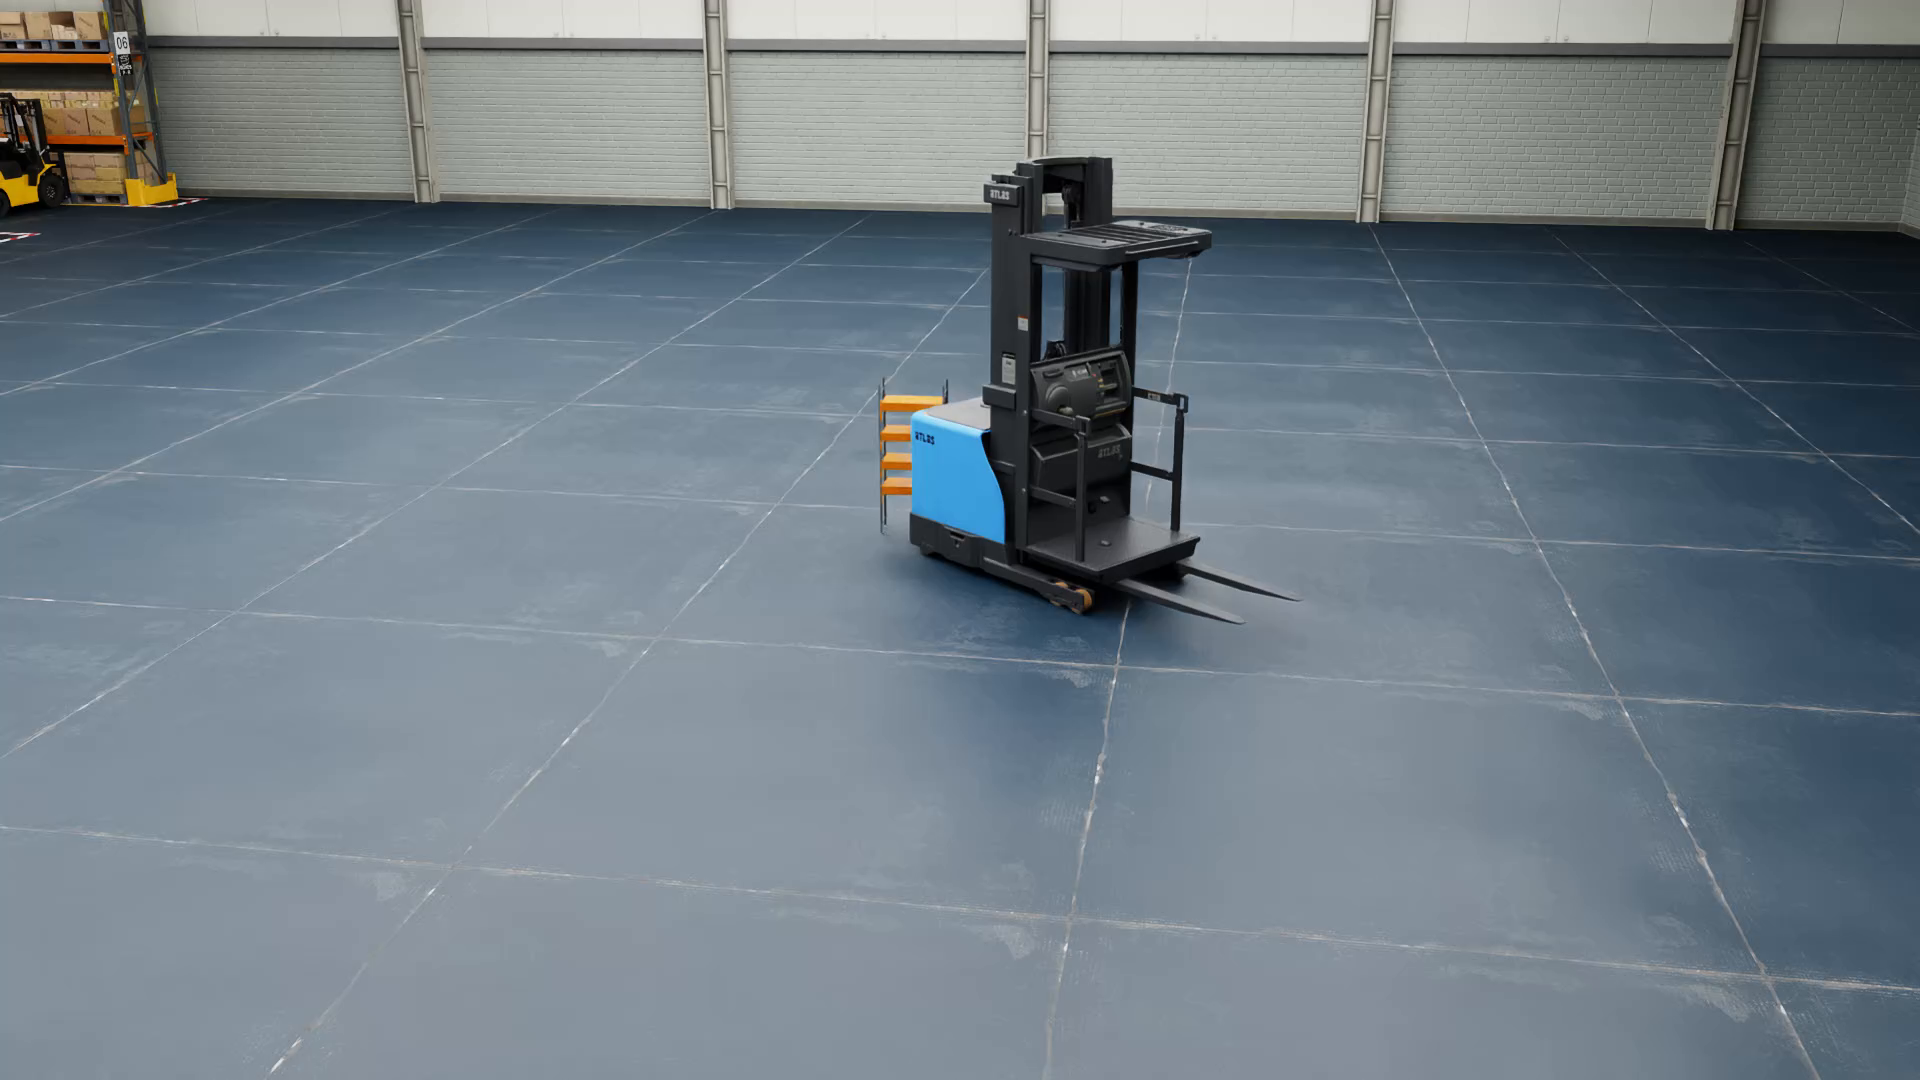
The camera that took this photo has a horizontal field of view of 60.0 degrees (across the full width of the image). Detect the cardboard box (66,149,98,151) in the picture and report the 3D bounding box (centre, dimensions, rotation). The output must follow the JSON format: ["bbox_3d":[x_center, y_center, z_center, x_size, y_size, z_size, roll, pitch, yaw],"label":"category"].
[{"bbox_3d":[-17.254,-7.554,32.740,0.500,0.250,0.500,3,19,8],"label":"cardboard box"}]

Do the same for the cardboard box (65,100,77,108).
[{"bbox_3d":[-16.957,-8.385,31.948,0.250,0.149,0.380,3,19,8],"label":"cardboard box"}]

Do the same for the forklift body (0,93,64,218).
[{"bbox_3d":[-17.985,-7.170,30.834,1.214,2.155,2.313,3,19,9],"label":"forklift body"}]

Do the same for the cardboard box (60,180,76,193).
[{"bbox_3d":[-17.320,-6.924,32.434,0.500,0.250,0.500,3,19,9],"label":"cardboard box"}]

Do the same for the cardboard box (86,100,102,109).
[{"bbox_3d":[-16.468,-8.337,31.804,0.250,0.149,0.380,3,19,10],"label":"cardboard box"}]

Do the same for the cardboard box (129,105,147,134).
[{"bbox_3d":[-16.269,-8.208,32.441,0.500,0.500,0.500,4,19,10],"label":"cardboard box"}]

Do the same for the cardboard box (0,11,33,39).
[{"bbox_3d":[-17.866,-9.837,31.757,0.637,0.503,0.797,4,19,10],"label":"cardboard box"}]

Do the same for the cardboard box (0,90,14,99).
[{"bbox_3d":[-18.481,-8.592,32.099,0.250,0.149,0.380,3,19,8],"label":"cardboard box"}]

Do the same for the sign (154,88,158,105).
[{"bbox_3d":[-15.730,-8.670,32.491,0.005,0.325,0.100,3,19,9],"label":"sign"}]

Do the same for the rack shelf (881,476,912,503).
[{"bbox_3d":[-0.354,-0.384,12.890,0.480,0.148,0.258,2,19,6],"label":"rack shelf"}]

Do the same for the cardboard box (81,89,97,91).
[{"bbox_3d":[-16.879,-8.678,32.355,0.250,0.149,0.380,3,19,9],"label":"cardboard box"}]

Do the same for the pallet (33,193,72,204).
[{"bbox_3d":[-17.787,-6.814,32.826,1.213,0.211,1.003,3,19,9],"label":"pallet"}]

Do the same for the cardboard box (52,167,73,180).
[{"bbox_3d":[-17.360,-7.155,32.337,0.500,0.250,0.500,2,19,7],"label":"cardboard box"}]

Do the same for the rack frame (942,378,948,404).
[{"bbox_3d":[-0.111,-0.628,12.781,0.015,1.200,0.240,2,19,6],"label":"rack frame"}]

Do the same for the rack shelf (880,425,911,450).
[{"bbox_3d":[-0.354,-0.784,12.756,0.480,0.148,0.258,2,19,6],"label":"rack shelf"}]

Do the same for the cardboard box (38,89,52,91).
[{"bbox_3d":[-17.906,-8.727,32.503,0.250,0.149,0.380,3,19,10],"label":"cardboard box"}]

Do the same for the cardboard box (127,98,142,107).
[{"bbox_3d":[-16.118,-8.502,32.297,0.250,0.149,0.380,2,19,7],"label":"cardboard box"}]

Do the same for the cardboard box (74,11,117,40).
[{"bbox_3d":[-16.299,-9.711,31.386,0.500,0.500,0.500,4,19,10],"label":"cardboard box"}]

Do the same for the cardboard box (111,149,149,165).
[{"bbox_3d":[-16.268,-7.501,32.583,0.500,0.250,0.500,3,19,8],"label":"cardboard box"}]

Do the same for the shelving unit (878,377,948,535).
[{"bbox_3d":[-0.354,-0.636,12.806,0.503,1.200,0.258,2,19,6],"label":"shelving unit"}]

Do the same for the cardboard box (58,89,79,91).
[{"bbox_3d":[-17.387,-8.728,32.503,0.250,0.149,0.380,2,19,7],"label":"cardboard box"}]

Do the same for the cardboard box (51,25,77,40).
[{"bbox_3d":[-16.940,-9.613,31.464,0.258,0.266,0.396,3,19,9],"label":"cardboard box"}]

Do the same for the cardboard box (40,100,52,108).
[{"bbox_3d":[-17.481,-8.390,31.963,0.250,0.149,0.380,3,19,9],"label":"cardboard box"}]

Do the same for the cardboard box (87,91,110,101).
[{"bbox_3d":[-16.459,-8.499,31.821,0.250,0.149,0.380,3,19,9],"label":"cardboard box"}]

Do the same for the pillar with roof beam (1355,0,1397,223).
[{"bbox_3d":[6.645,-8.654,24.478,0.400,9.000,9.100,3,19,9],"label":"pillar with roof beam"}]

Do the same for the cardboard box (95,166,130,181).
[{"bbox_3d":[-16.354,-7.107,32.193,0.500,0.250,0.500,3,19,8],"label":"cardboard box"}]

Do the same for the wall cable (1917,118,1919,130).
[{"bbox_3d":[15.951,-7.666,26.418,0.112,2.526,3.097,3,19,9],"label":"wall cable"}]

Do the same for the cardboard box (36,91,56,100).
[{"bbox_3d":[-17.487,-8.529,31.911,0.250,0.149,0.380,3,19,10],"label":"cardboard box"}]

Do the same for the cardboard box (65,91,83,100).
[{"bbox_3d":[-16.956,-8.540,31.942,0.250,0.149,0.380,3,19,9],"label":"cardboard box"}]

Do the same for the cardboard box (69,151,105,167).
[{"bbox_3d":[-16.833,-7.367,32.182,0.500,0.250,0.500,3,19,10],"label":"cardboard box"}]

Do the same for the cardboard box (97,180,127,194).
[{"bbox_3d":[-16.338,-6.868,32.267,0.500,0.250,0.500,3,19,9],"label":"cardboard box"}]

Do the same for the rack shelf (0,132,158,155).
[{"bbox_3d":[-17.798,-7.808,32.537,4.000,0.370,1.077,3,19,9],"label":"rack shelf"}]

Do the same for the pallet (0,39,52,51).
[{"bbox_3d":[-17.726,-9.533,31.972,1.213,0.211,1.003,3,19,9],"label":"pallet"}]

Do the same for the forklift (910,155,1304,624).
[{"bbox_3d":[0.992,-1.074,11.385,1.130,2.935,3.031,-16,25,-40],"label":"forklift"}]

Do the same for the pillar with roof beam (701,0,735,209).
[{"bbox_3d":[-5.203,-9.258,26.283,0.400,9.000,9.100,3,19,9],"label":"pillar with roof beam"}]

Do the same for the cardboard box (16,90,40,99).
[{"bbox_3d":[-17.972,-8.590,32.092,0.250,0.149,0.380,3,19,9],"label":"cardboard box"}]

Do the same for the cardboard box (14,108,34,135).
[{"bbox_3d":[-17.866,-8.115,32.163,0.500,0.500,0.500,3,19,9],"label":"cardboard box"}]

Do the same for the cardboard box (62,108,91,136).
[{"bbox_3d":[-16.862,-8.067,32.021,0.500,0.500,0.500,4,19,10],"label":"cardboard box"}]

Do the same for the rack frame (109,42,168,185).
[{"bbox_3d":[-15.824,-8.048,32.122,0.127,3.000,1.000,3,19,9],"label":"rack frame"}]

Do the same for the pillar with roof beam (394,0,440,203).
[{"bbox_3d":[-11.127,-9.560,27.186,0.400,9.000,9.100,3,19,9],"label":"pillar with roof beam"}]

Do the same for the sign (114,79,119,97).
[{"bbox_3d":[-15.924,-8.541,31.395,0.005,0.325,0.100,3,19,9],"label":"sign"}]
